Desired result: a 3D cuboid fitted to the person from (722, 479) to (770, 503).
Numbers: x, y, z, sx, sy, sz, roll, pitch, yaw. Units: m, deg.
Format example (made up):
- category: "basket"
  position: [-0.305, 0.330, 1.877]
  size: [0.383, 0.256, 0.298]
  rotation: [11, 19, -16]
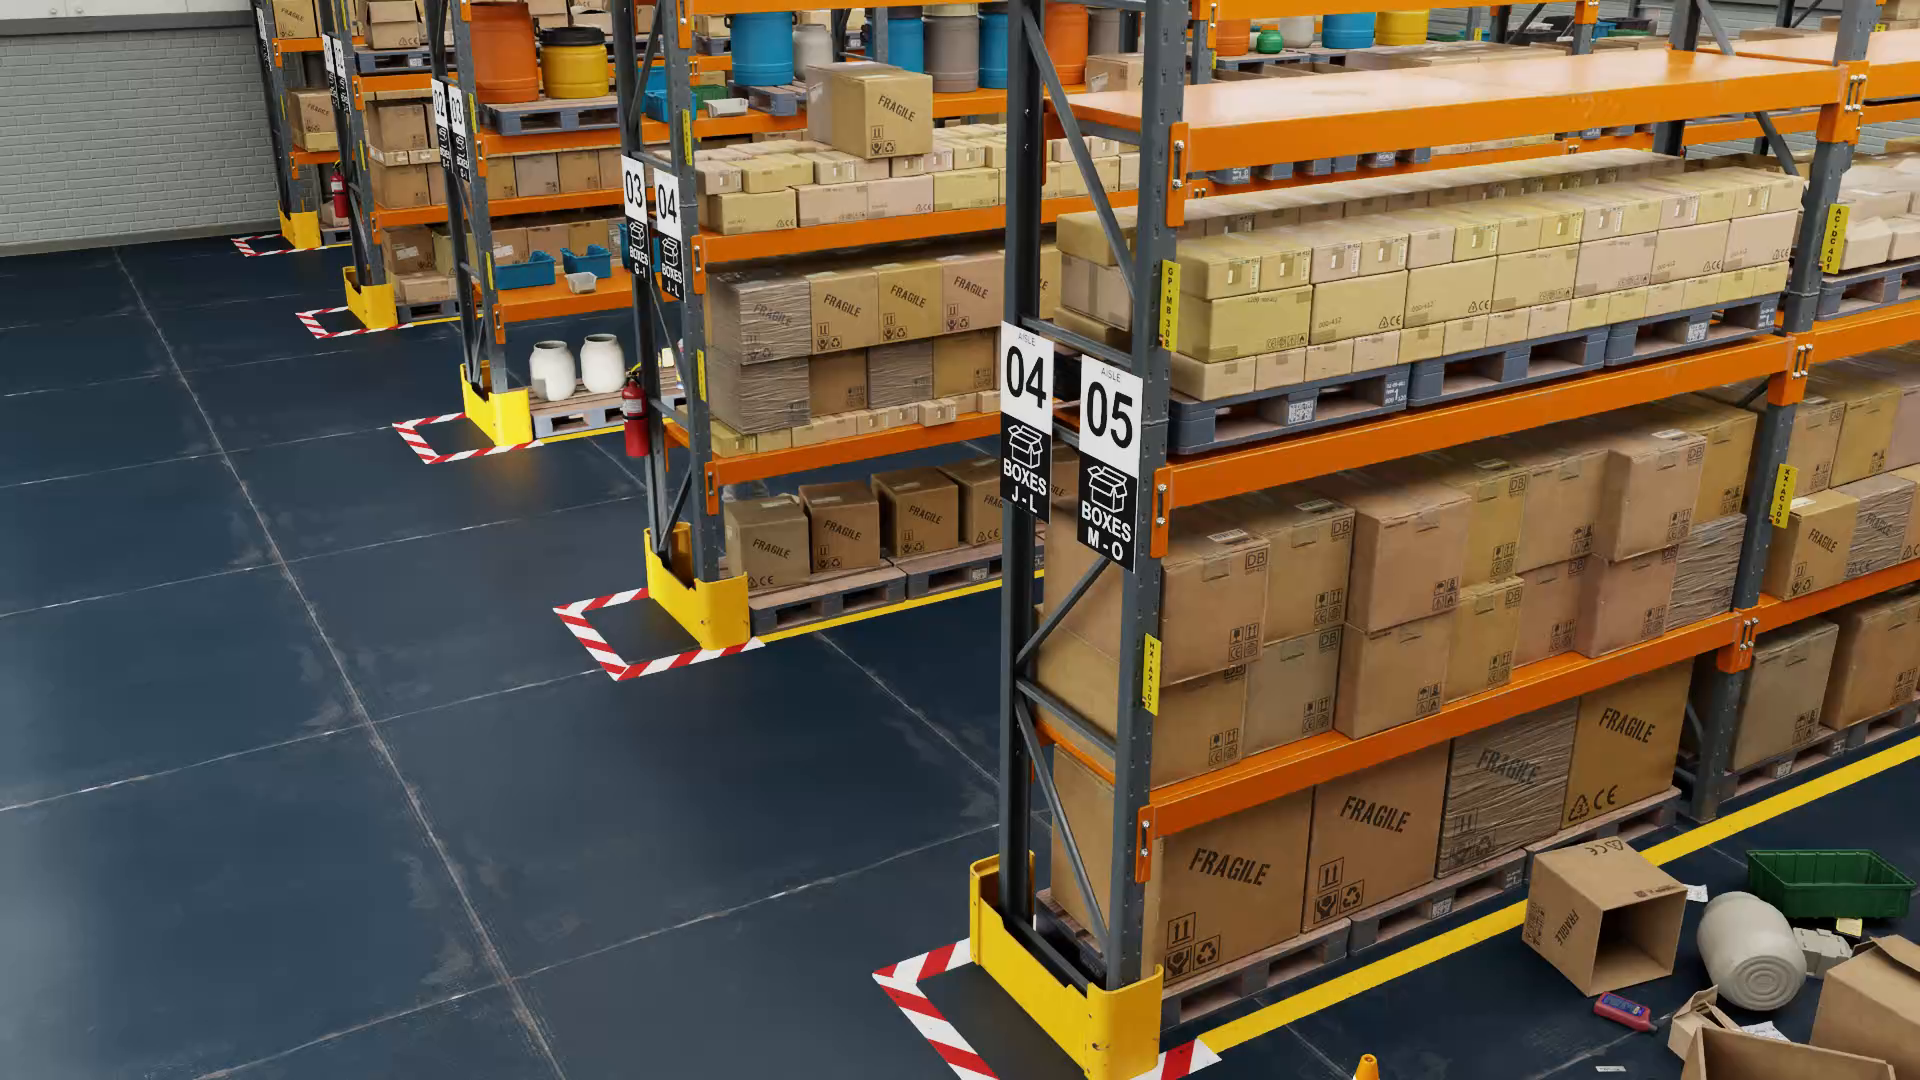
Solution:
- category: "person"
  position: [-1.734, -0.960, 13.472]
  size: [0.476, 1.628, 0.431]
  rotation: [7, 23, 17]
